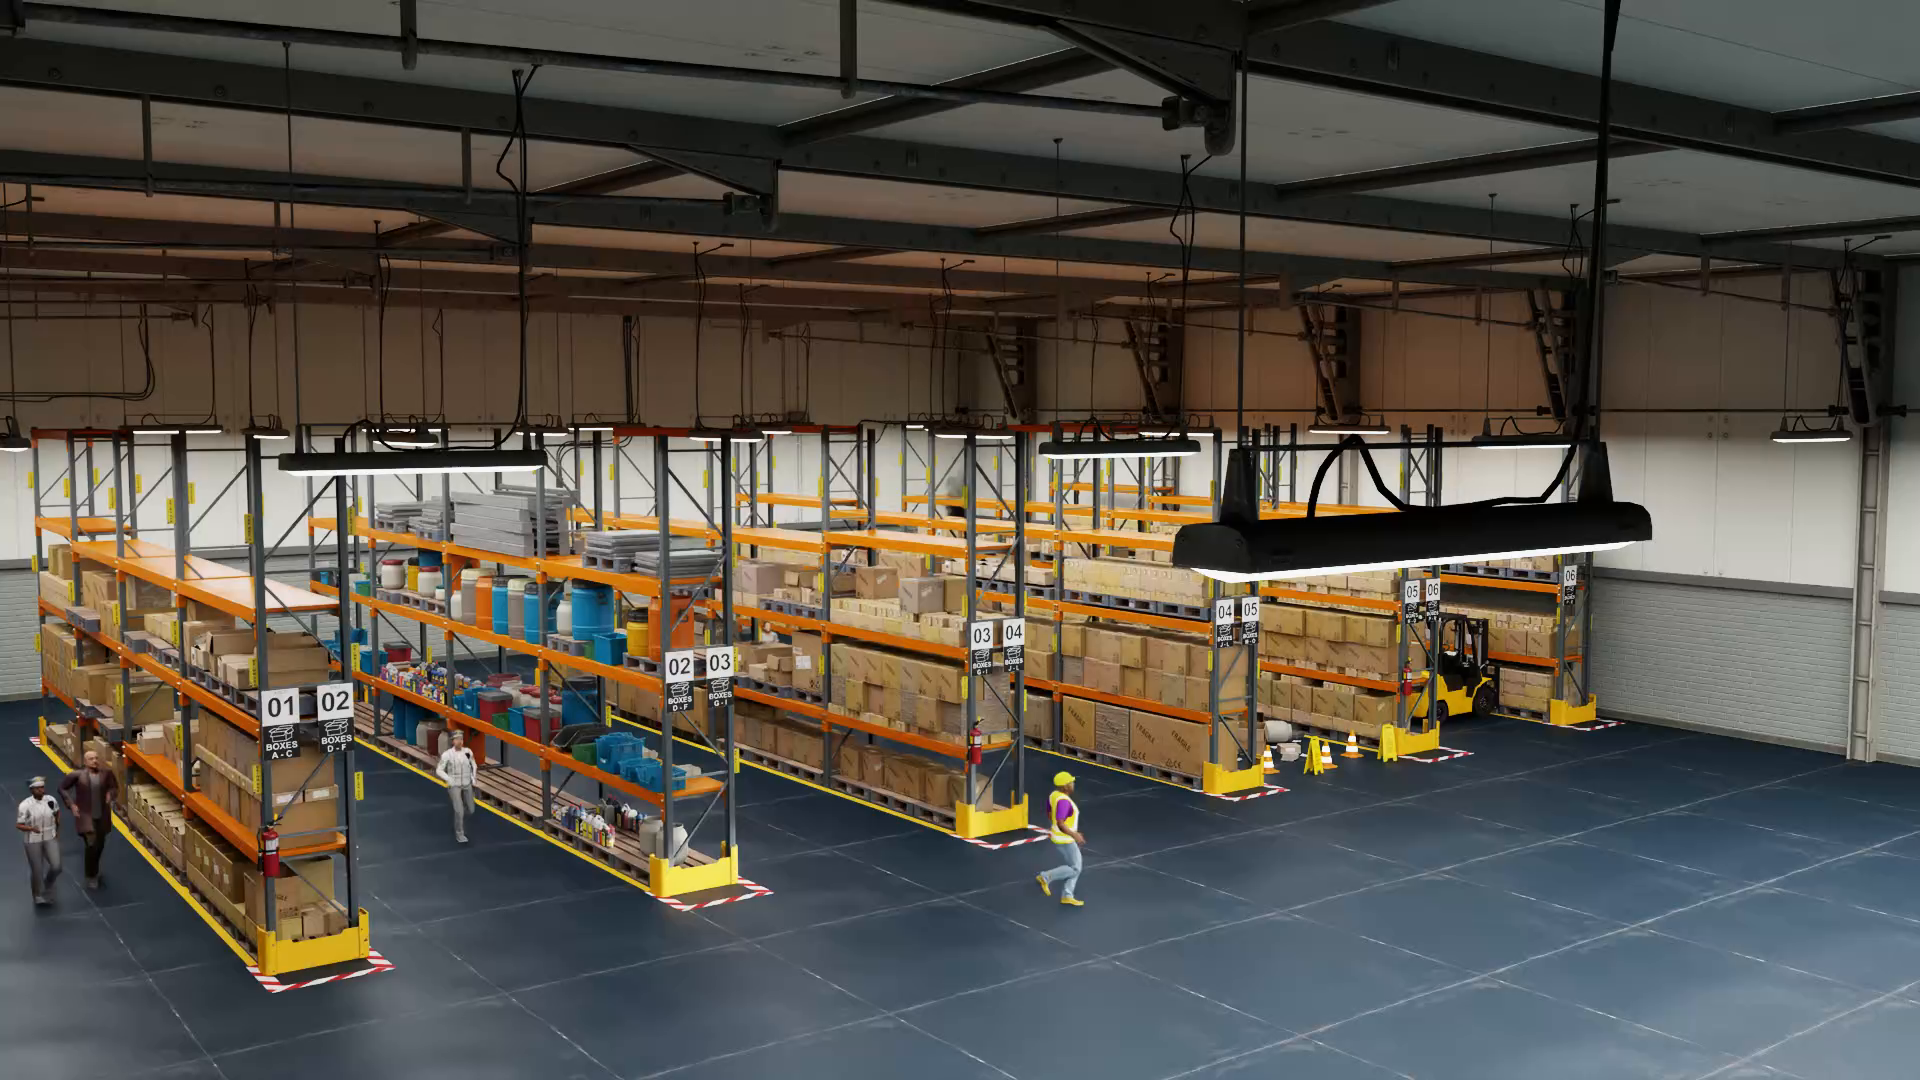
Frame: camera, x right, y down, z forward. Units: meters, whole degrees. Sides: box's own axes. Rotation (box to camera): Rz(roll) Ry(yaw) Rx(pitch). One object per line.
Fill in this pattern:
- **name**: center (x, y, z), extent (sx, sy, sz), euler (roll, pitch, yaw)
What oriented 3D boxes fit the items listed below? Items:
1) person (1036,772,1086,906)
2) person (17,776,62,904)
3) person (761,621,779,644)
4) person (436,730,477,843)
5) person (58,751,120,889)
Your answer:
- **person**: center (1.272, 3.817, 21.224), extent (0.639, 1.735, 0.708), euler (-1, 5, -8)
- **person**: center (-11.672, 3.829, 21.173), extent (0.554, 1.665, 0.611), euler (-4, 6, -44)
- **person**: center (-4.244, 2.633, 36.689), extent (0.537, 1.730, 0.755), euler (-3, 5, -32)
- **person**: center (-7.364, 3.589, 24.407), extent (0.613, 1.646, 0.579), euler (-3, 6, -37)
- **person**: center (-11.552, 3.724, 22.157), extent (0.750, 1.844, 0.691), euler (4, 6, 43)
